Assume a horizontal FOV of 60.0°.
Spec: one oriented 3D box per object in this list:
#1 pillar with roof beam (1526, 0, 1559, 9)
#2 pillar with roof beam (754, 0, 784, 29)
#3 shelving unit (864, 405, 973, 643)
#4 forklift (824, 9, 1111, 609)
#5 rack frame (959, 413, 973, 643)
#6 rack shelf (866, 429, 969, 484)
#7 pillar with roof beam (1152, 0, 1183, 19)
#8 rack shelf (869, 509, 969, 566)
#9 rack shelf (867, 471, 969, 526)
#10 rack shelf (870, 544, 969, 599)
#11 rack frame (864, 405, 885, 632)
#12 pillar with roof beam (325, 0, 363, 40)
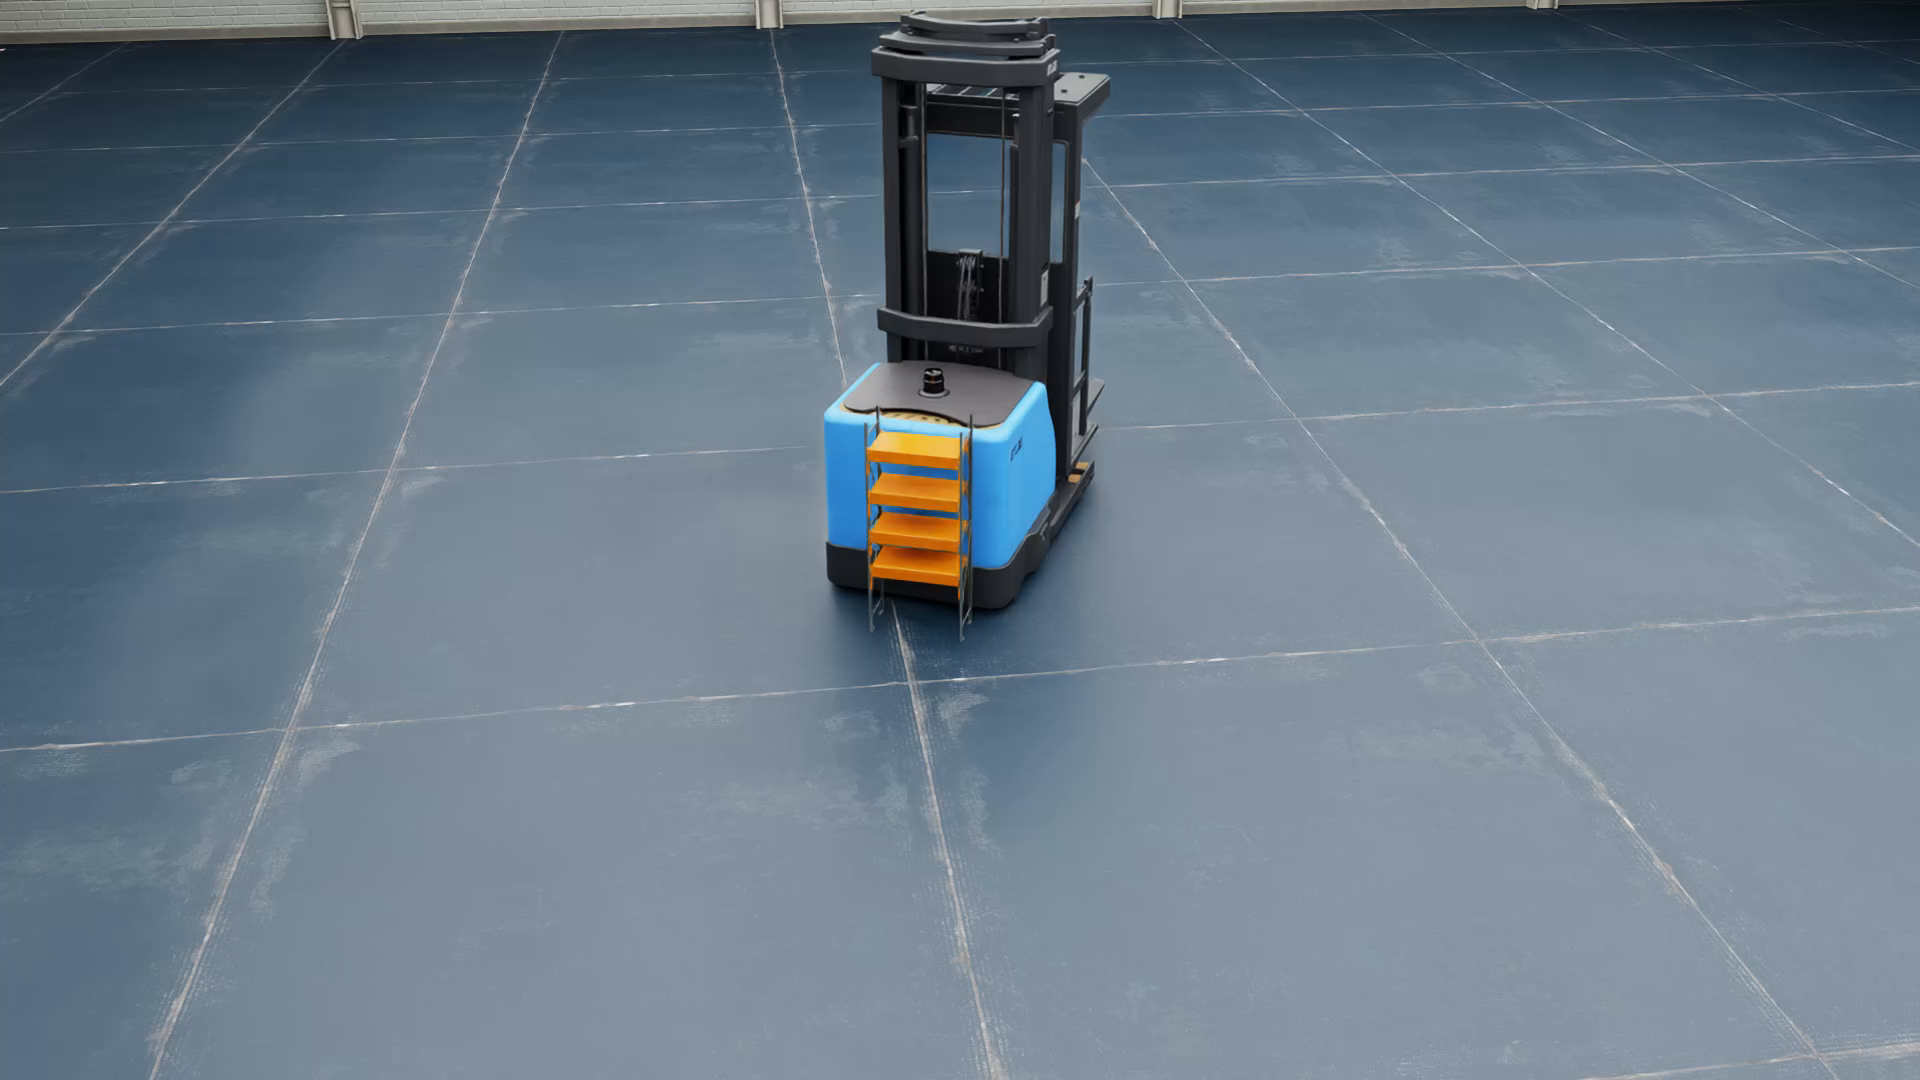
[{"bbox_3d":[9.679,-10.383,20.128,0.400,9.000,9.100,-4,27,-7],"label":"pillar with roof beam"},{"bbox_3d":[-2.204,-9.619,18.640,0.400,9.000,9.100,-4,27,-7],"label":"pillar with roof beam"},{"bbox_3d":[-0.207,-0.075,8.582,0.503,1.200,0.258,6,28,12],"label":"shelving unit"},{"bbox_3d":[0.204,-1.592,9.641,1.130,2.935,3.031,8,28,16],"label":"forklift"},{"bbox_3d":[0.031,-0.049,8.531,0.015,1.200,0.240,6,28,12],"label":"rack frame"},{"bbox_3d":[-0.207,-0.425,8.402,0.480,0.148,0.258,6,28,12],"label":"rack shelf"},{"bbox_3d":[3.738,-10.001,19.384,0.400,9.000,9.100,-4,27,-7],"label":"pillar with roof beam"},{"bbox_3d":[-0.207,-0.015,8.612,0.480,0.148,0.258,6,28,12],"label":"rack shelf"},{"bbox_3d":[-0.207,-0.214,8.510,0.480,0.148,0.258,6,28,12],"label":"rack shelf"},{"bbox_3d":[-0.207,0.162,8.703,0.480,0.148,0.258,6,28,12],"label":"rack shelf"},{"bbox_3d":[-0.444,-0.101,8.632,0.015,1.200,0.240,6,28,12],"label":"rack frame"},{"bbox_3d":[-8.145,-9.238,17.896,0.400,9.000,9.100,-4,27,-7],"label":"pillar with roof beam"}]
